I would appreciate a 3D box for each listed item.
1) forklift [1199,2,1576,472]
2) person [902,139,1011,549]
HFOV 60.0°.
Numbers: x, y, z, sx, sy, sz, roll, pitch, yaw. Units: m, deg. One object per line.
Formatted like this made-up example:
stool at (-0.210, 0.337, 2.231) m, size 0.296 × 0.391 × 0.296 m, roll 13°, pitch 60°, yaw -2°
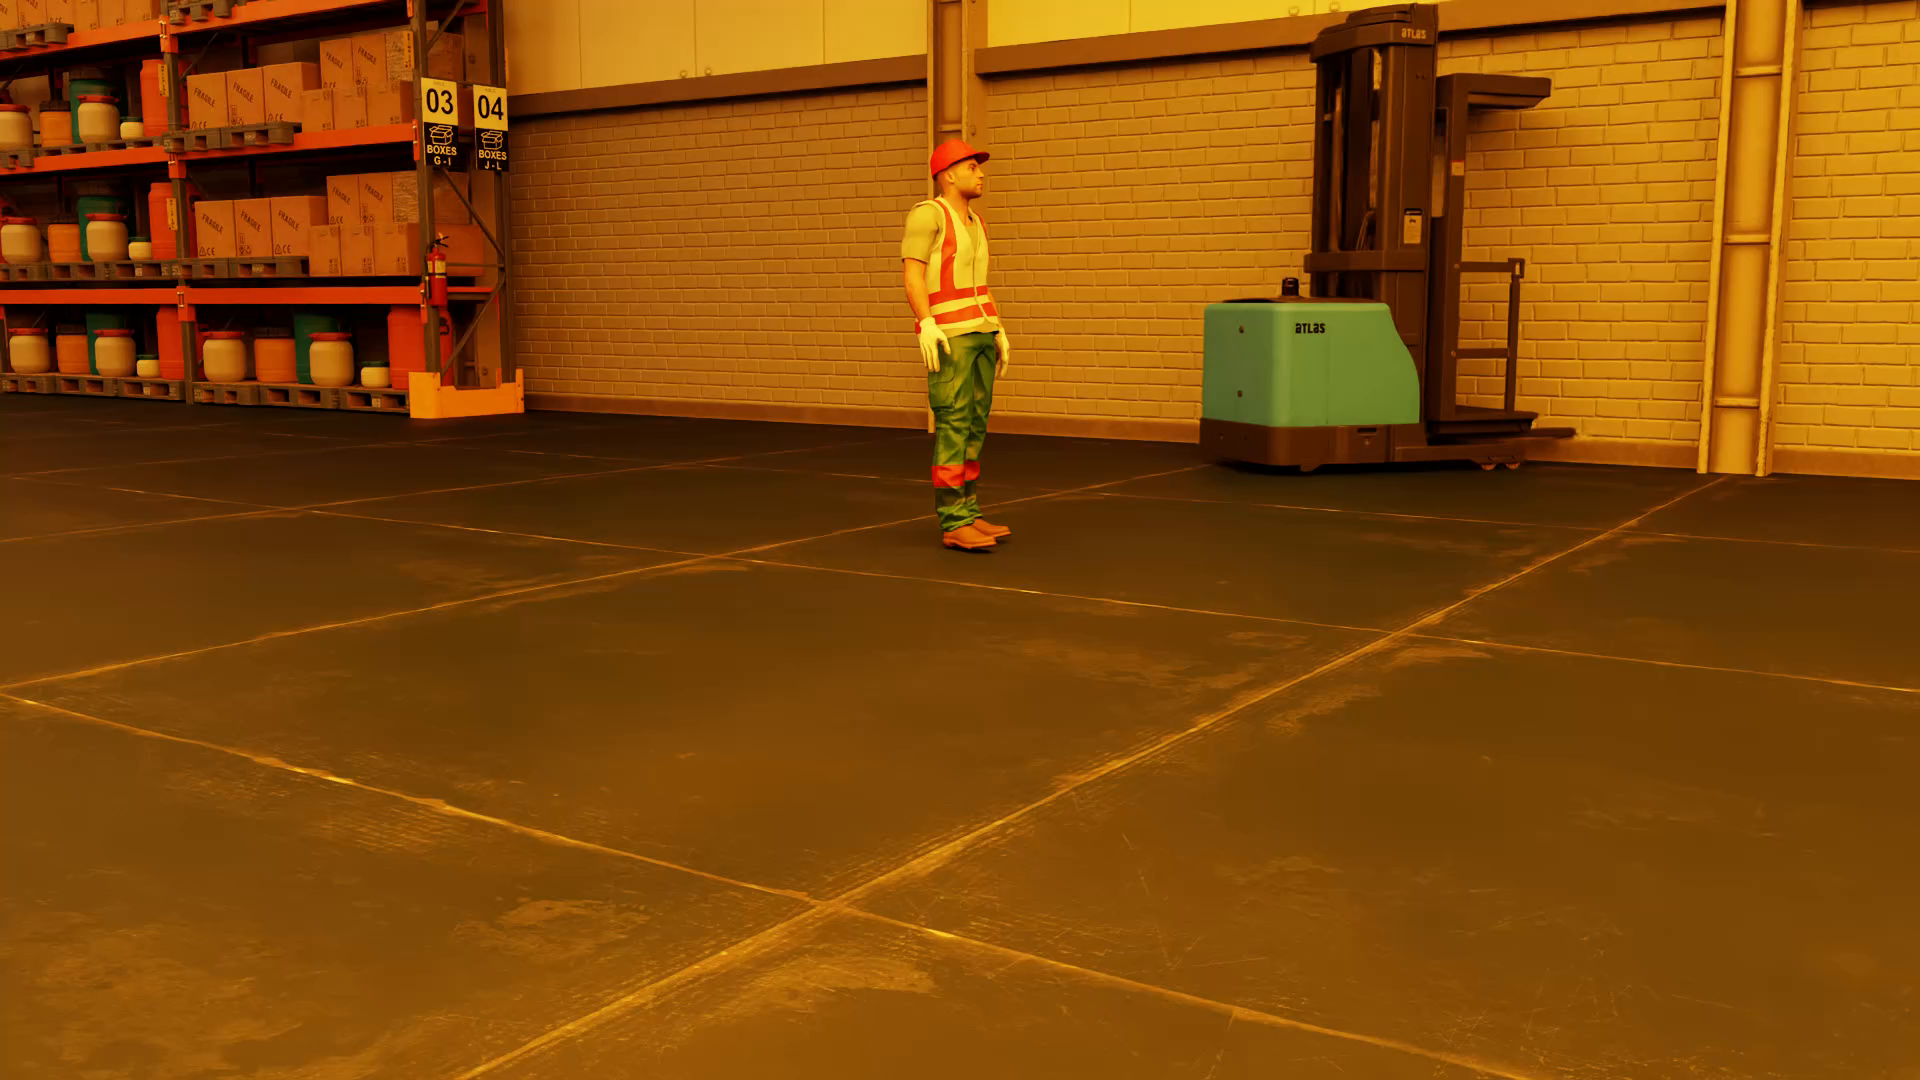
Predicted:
forklift at (3.178, -1.980, 11.118) m, size 3.031 × 2.935 × 1.130 m, roll -3°, pitch 9°, yaw -21°
person at (0.059, -0.885, 7.422) m, size 0.564 × 1.787 × 0.637 m, roll 5°, pitch 10°, yaw 34°
